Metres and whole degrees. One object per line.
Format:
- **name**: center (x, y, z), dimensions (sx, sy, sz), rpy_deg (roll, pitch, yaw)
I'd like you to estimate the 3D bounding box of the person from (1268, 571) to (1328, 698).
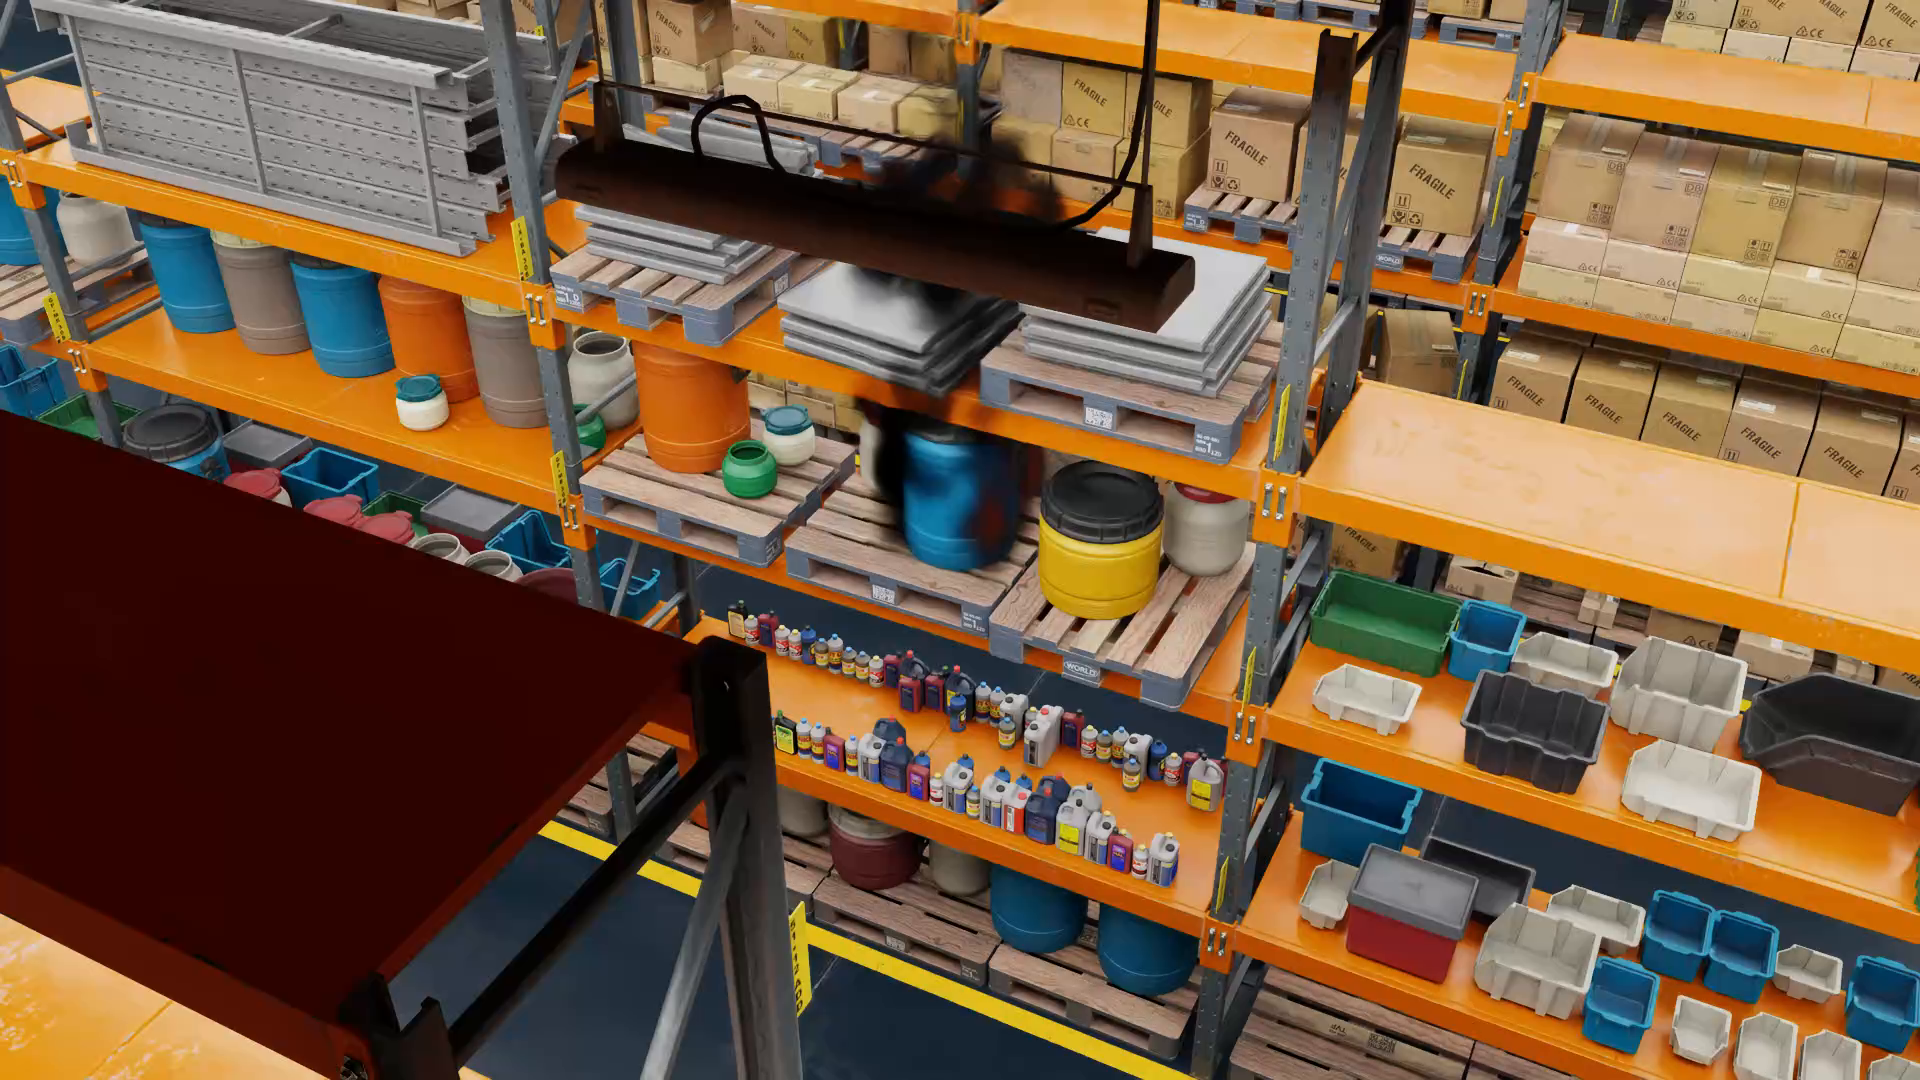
- **person**: center (2.344, 0.763, 11.576), dimensions (0.480, 1.382, 0.521), rpy_deg (11, 36, 15)
